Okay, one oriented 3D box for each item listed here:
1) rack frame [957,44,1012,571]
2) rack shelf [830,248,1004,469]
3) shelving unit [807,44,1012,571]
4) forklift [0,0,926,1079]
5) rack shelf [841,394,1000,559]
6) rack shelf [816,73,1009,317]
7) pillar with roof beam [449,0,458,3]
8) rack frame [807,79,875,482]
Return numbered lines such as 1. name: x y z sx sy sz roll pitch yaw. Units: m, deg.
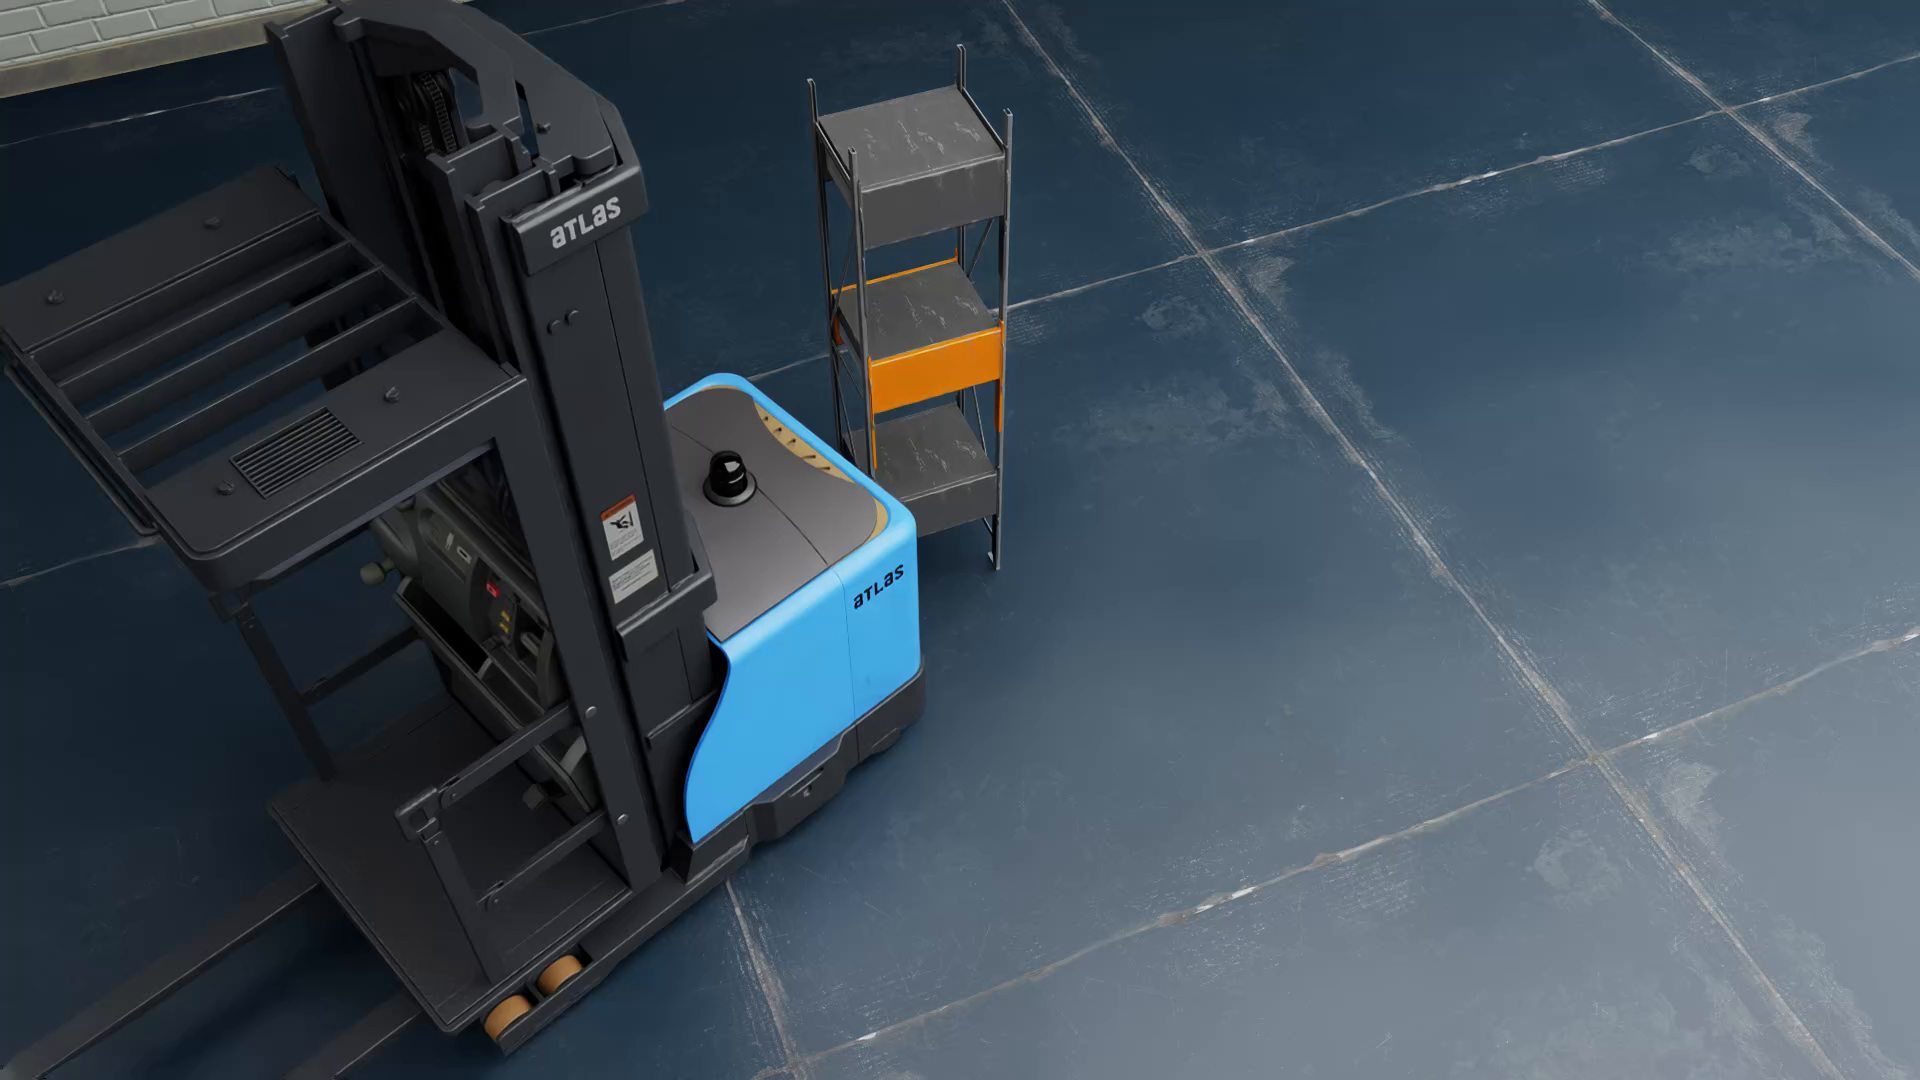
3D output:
1. rack frame: 0.073 -0.707 5.814 0.015 2.100 0.400 -17 52 -14
2. rack shelf: -0.153 -0.628 5.764 0.480 0.518 0.431 -17 52 -14
3. shelving unit: -0.153 -0.637 5.753 0.503 2.100 0.431 -17 52 -14
4. forklift: -1.537 0.182 4.502 3.031 2.935 1.130 -36 58 -27
5. rack shelf: -0.153 -0.172 6.295 0.480 0.518 0.431 -17 52 -14
6. rack shelf: -0.153 -1.084 5.233 0.480 0.518 0.431 -17 52 -14
7. pillar with roof beam: -1.281 -2.704 2.981 0.400 9.000 9.100 -17 52 -14
8. rack frame: -0.379 -0.567 5.693 0.015 2.100 0.400 -17 52 -14
